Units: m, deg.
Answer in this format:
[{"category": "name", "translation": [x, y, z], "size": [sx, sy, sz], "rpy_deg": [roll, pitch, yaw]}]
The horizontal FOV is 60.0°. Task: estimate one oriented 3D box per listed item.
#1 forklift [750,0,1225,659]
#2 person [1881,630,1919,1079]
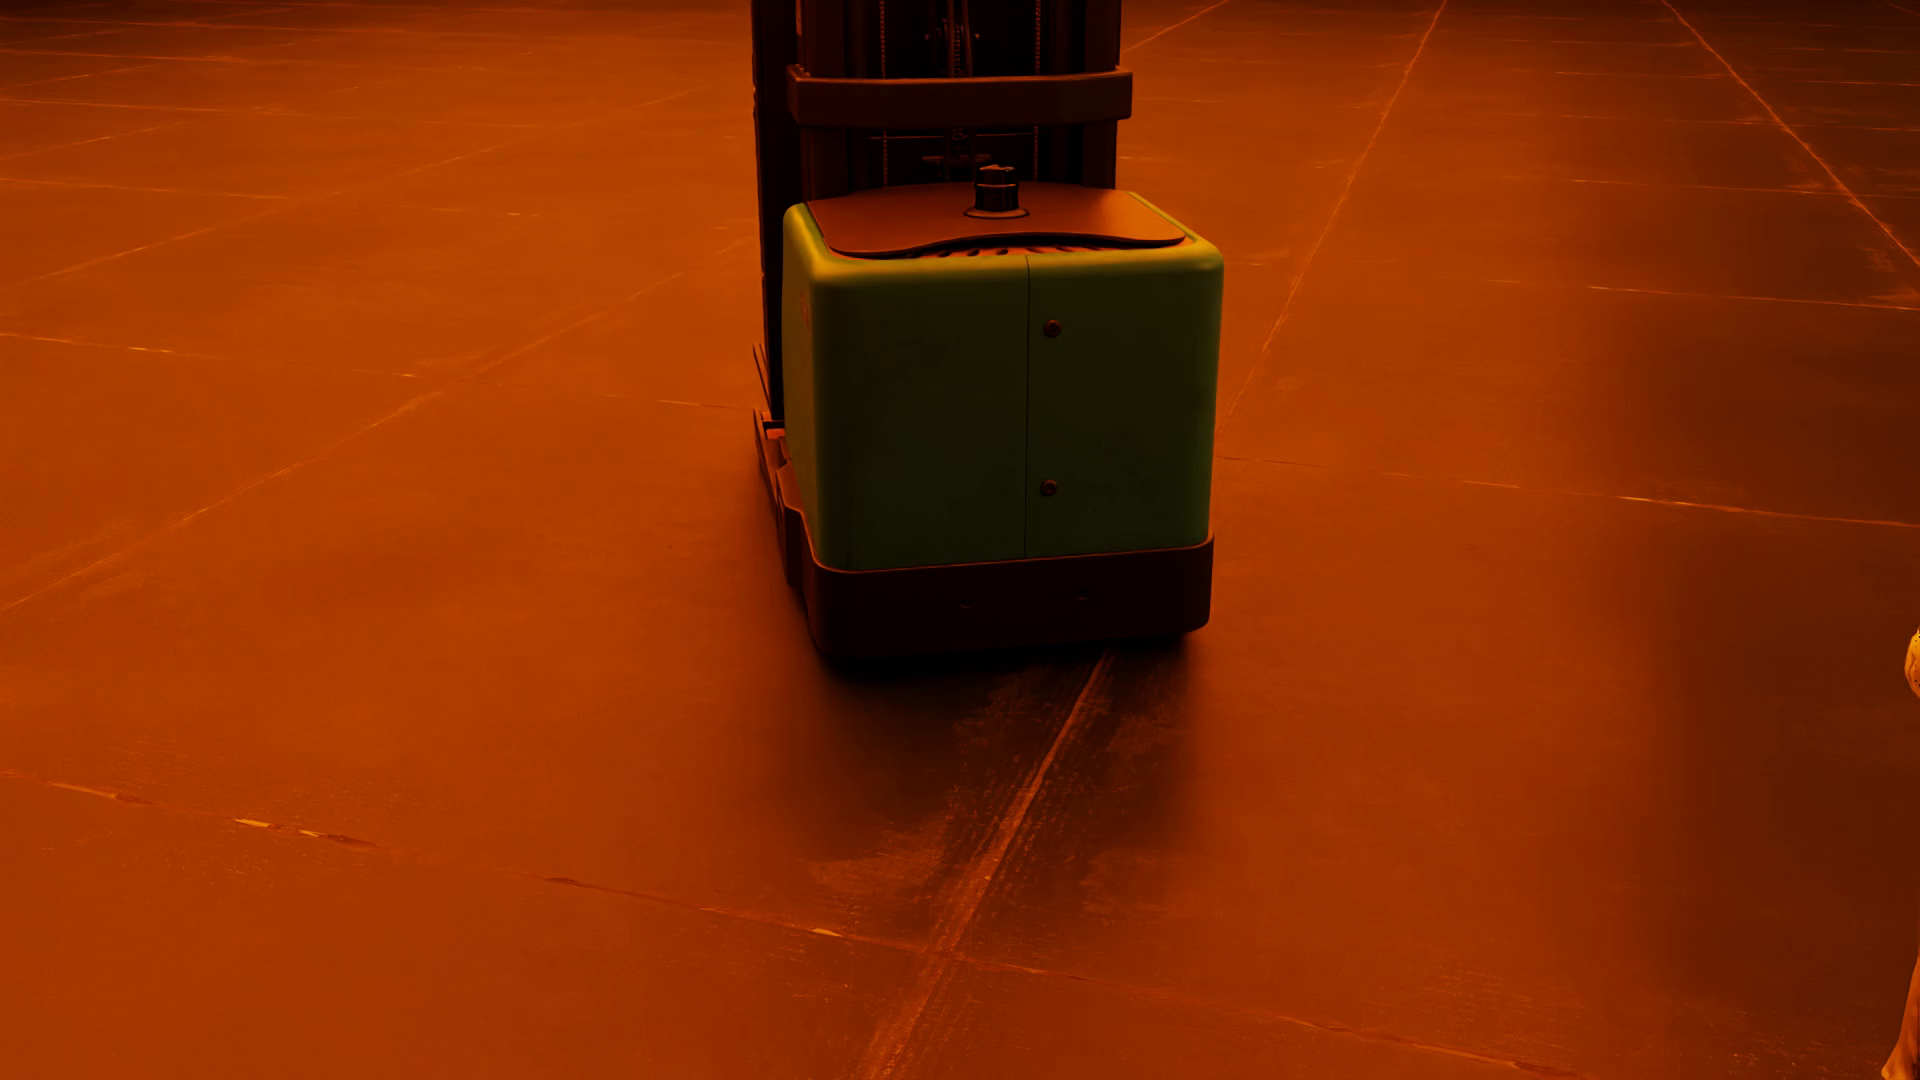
[{"category": "forklift", "translation": [-0.112, -1.584, 5.116], "size": [1.130, 2.935, 3.031], "rpy_deg": [-4, 23, -10]}, {"category": "person", "translation": [1.645, 0.271, 2.293], "size": [0.451, 1.660, 0.677], "rpy_deg": [-19, 29, -38]}]
